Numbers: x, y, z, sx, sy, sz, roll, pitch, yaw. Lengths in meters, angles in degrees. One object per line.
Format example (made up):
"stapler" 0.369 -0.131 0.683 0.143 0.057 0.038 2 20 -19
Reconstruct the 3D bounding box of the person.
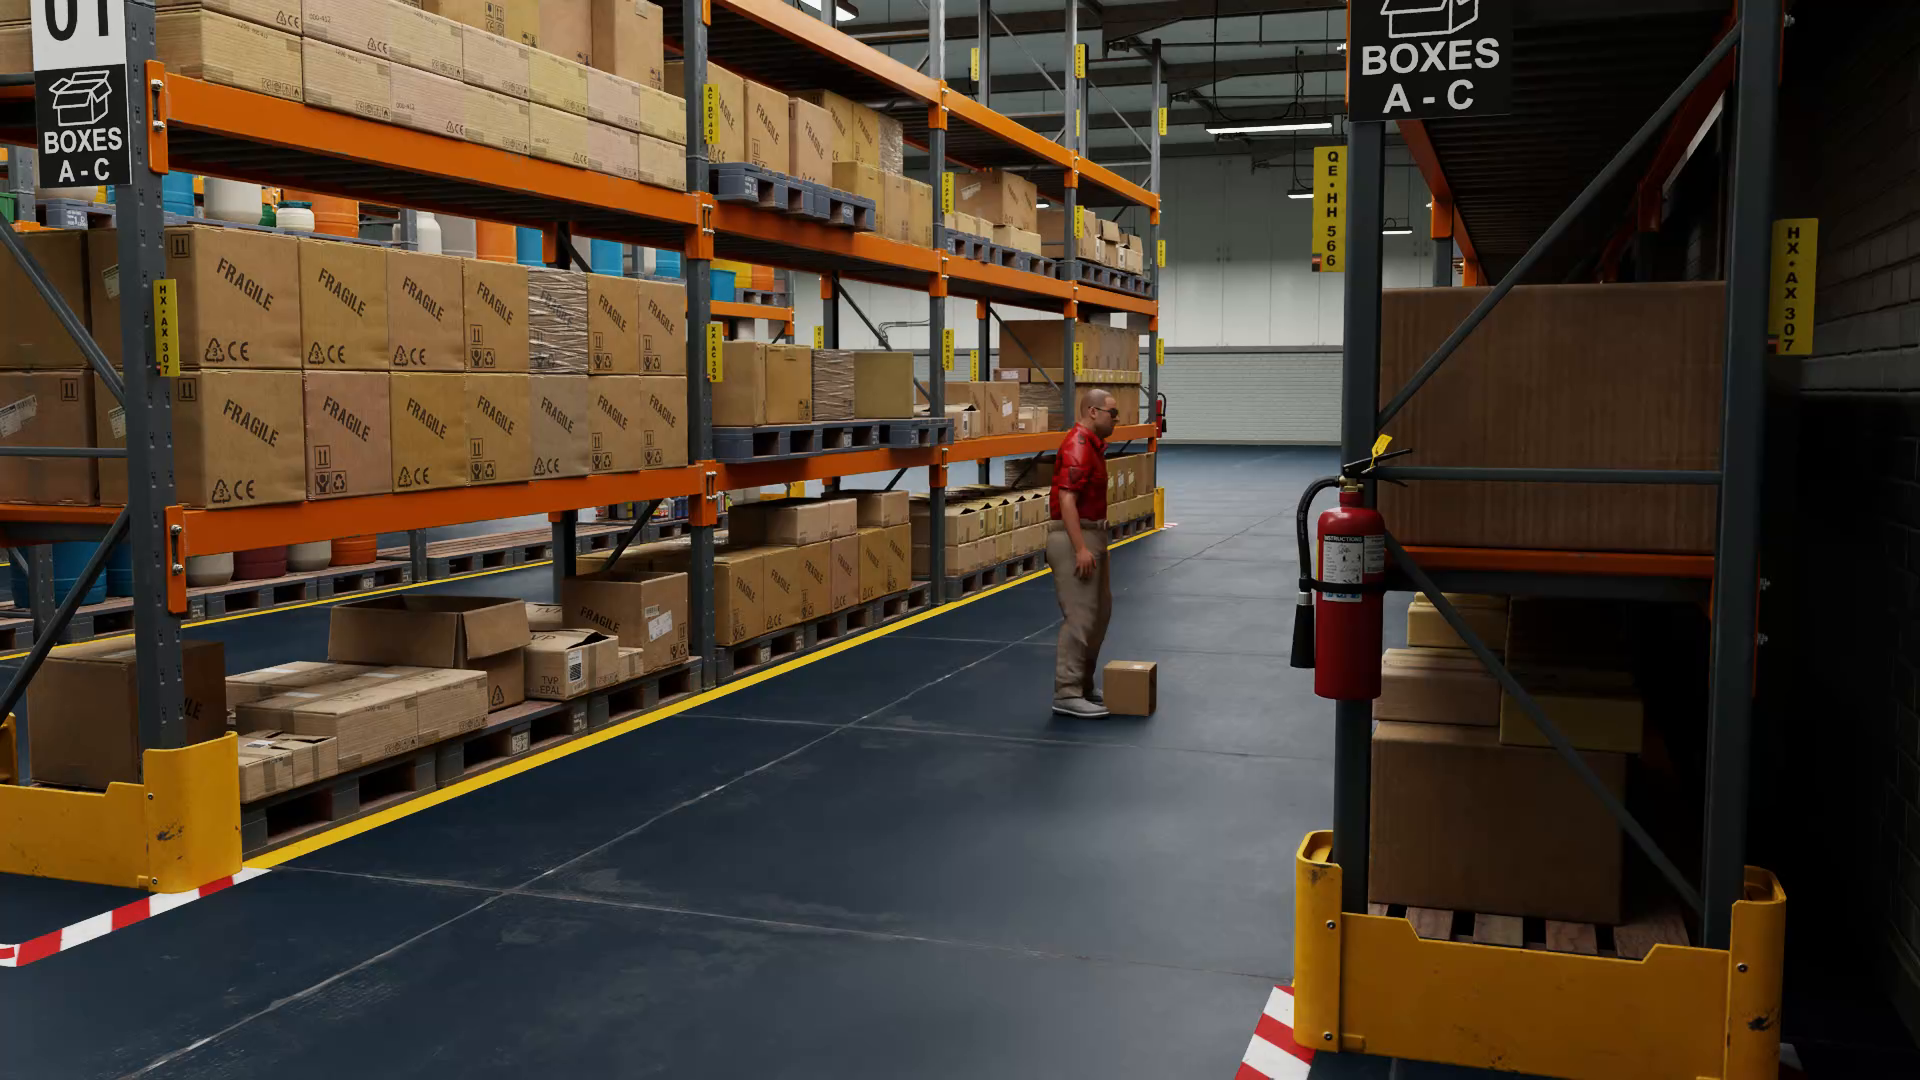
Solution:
"person" 0.673 0.054 8.970 0.383 1.727 0.601 2 5 16
